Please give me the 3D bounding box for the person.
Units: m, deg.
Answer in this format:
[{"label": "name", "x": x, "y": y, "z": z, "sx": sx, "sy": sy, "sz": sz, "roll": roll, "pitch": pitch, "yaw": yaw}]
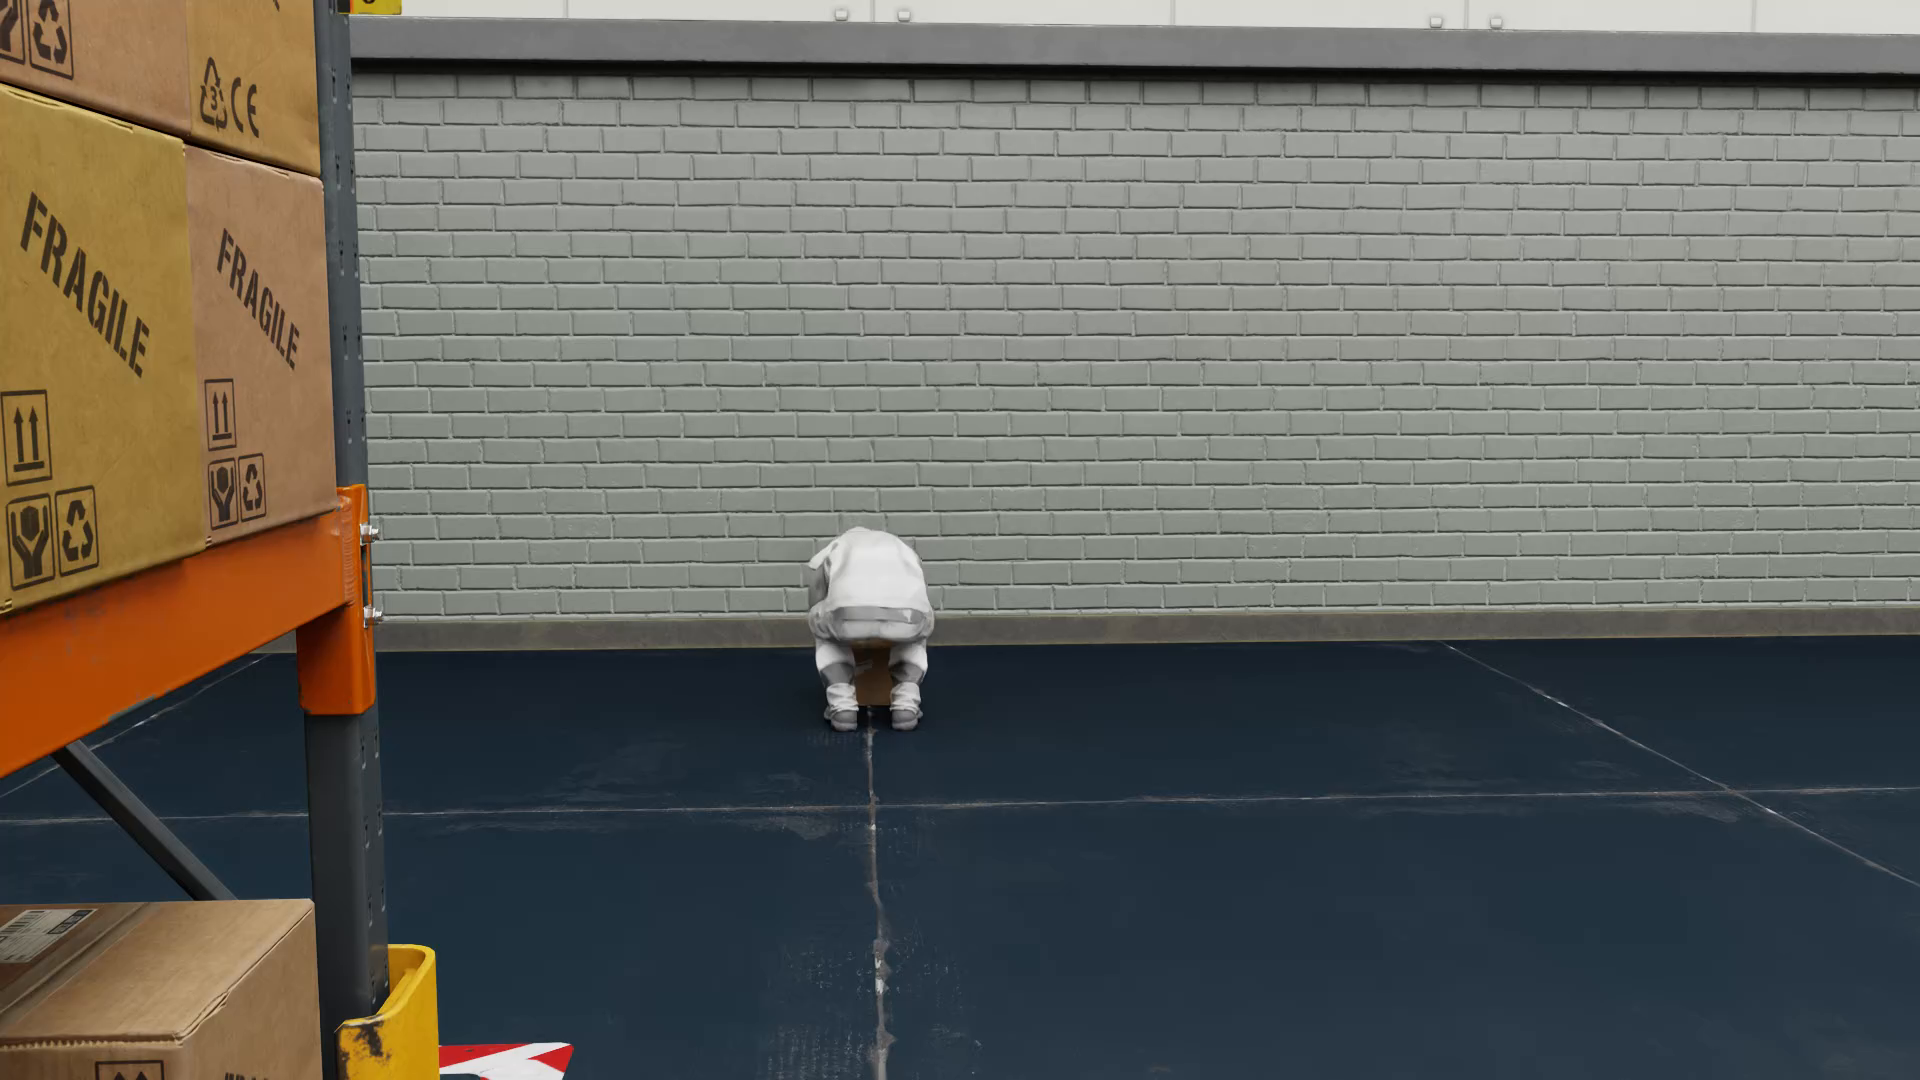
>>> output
[{"label": "person", "x": -0.372, "y": 0.367, "z": 6.960, "sx": 0.523, "sy": 0.799, "sz": 0.958, "roll": -1, "pitch": 7, "yaw": -5}]
